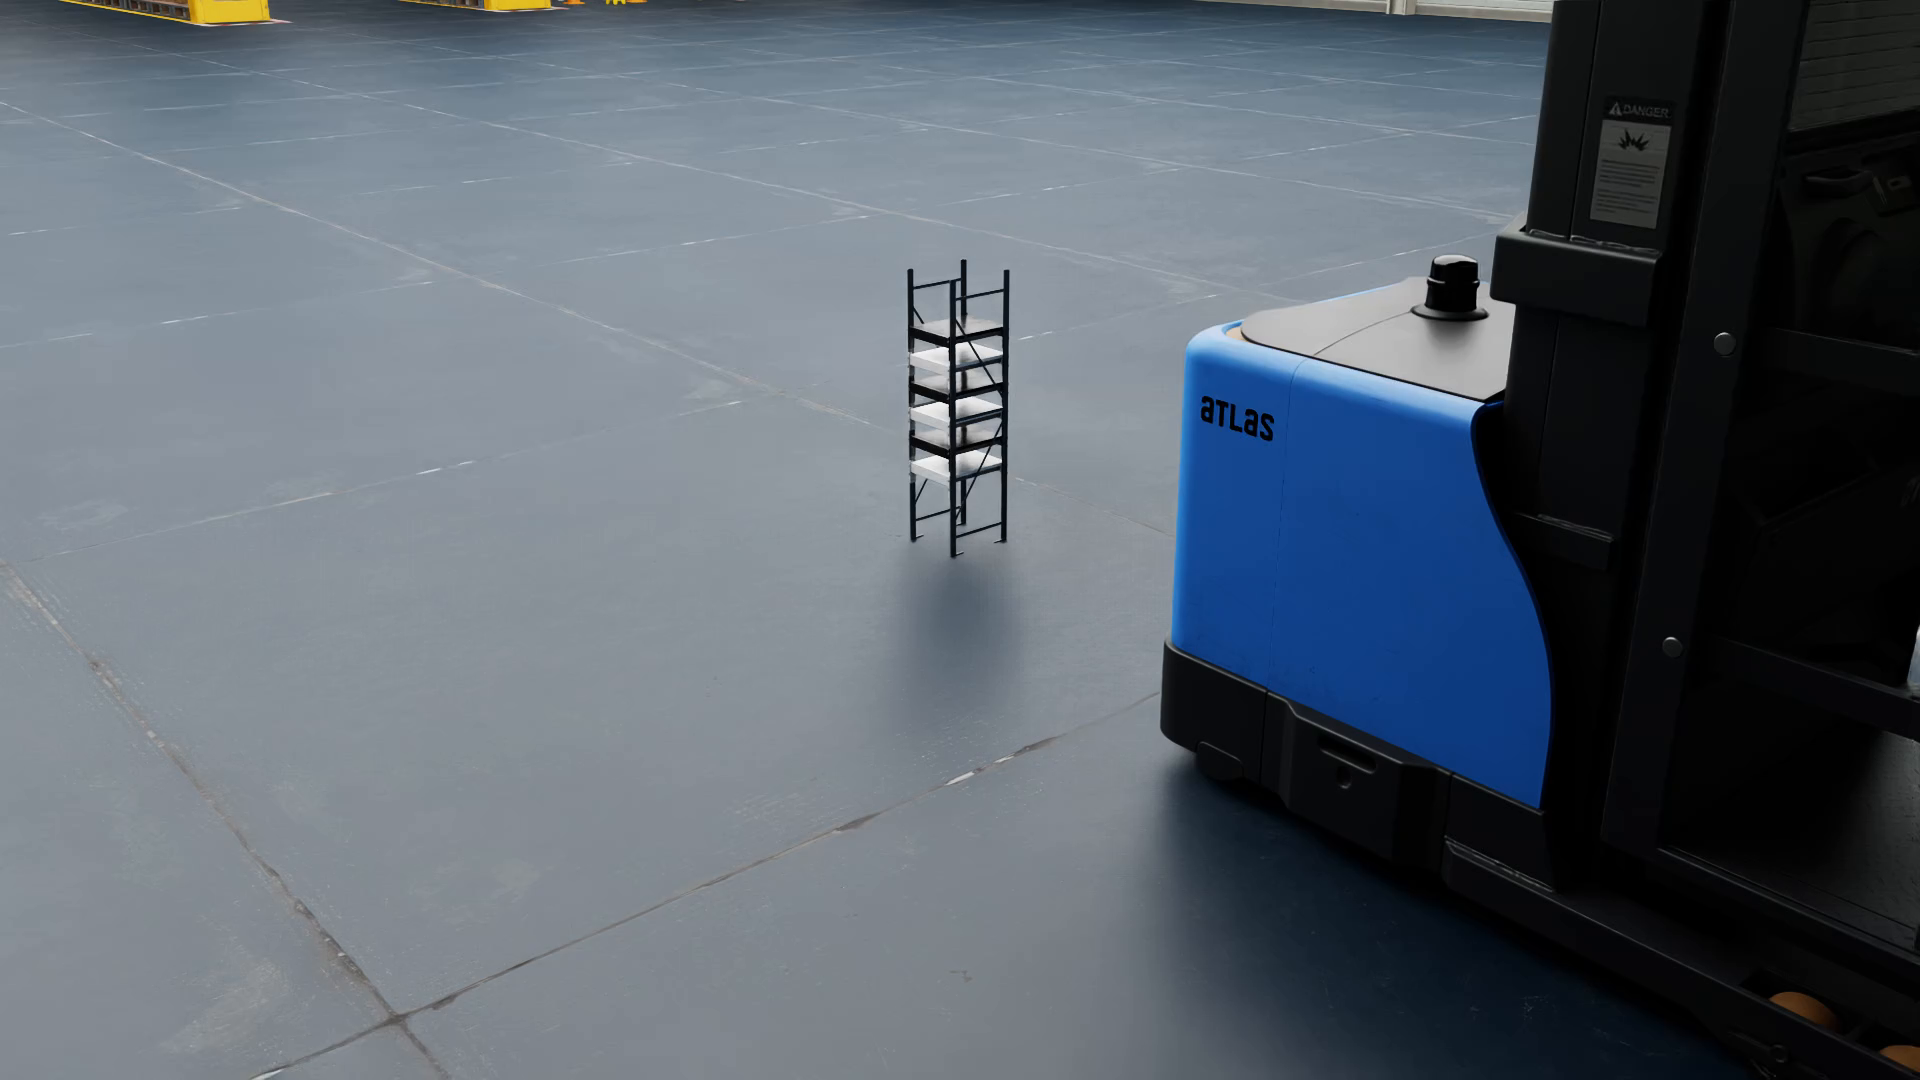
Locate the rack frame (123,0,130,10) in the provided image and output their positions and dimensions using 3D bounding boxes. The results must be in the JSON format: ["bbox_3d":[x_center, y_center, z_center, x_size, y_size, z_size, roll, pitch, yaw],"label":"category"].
[{"bbox_3d":[-14.377,-10.891,29.177,1.000,3.000,0.127,-17,27,-37],"label":"rack frame"}]

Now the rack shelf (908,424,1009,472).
[{"bbox_3d":[-0.005,-0.306,5.371,0.258,0.077,0.200,-17,27,-37],"label":"rack shelf"}]

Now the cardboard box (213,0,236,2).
[{"bbox_3d":[-12.161,-8.994,27.185,0.500,0.500,0.500,-12,24,-28],"label":"cardboard box"}]

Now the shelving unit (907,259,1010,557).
[{"bbox_3d":[-0.005,-0.421,5.326,0.258,0.900,0.210,-17,27,-37],"label":"shelving unit"}]

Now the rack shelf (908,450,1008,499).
[{"bbox_3d":[-0.005,-0.223,5.403,0.258,0.077,0.200,-17,27,-37],"label":"rack shelf"}]

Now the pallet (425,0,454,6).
[{"bbox_3d":[-9.316,-10.179,31.184,1.003,0.211,1.213,-17,27,-37],"label":"pallet"}]

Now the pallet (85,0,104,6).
[{"bbox_3d":[-15.687,-10.144,31.095,1.003,0.211,1.213,-17,27,-37],"label":"pallet"}]

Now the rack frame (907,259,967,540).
[{"bbox_3d":[-0.072,-0.449,5.397,0.240,0.900,0.006,-17,27,-37],"label":"rack frame"}]

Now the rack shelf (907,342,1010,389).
[{"bbox_3d":[-0.005,-0.558,5.272,0.258,0.077,0.200,-17,27,-37],"label":"rack shelf"}]

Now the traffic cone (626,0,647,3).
[{"bbox_3d":[-6.135,-10.417,31.446,0.336,0.463,0.334,-17,27,-37],"label":"traffic cone"}]

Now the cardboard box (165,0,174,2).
[{"bbox_3d":[-13.302,-9.493,28.460,0.500,0.500,0.500,19,29,40],"label":"cardboard box"}]

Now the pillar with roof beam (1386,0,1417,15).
[{"bbox_3d":[4.299,-12.187,24.261,9.100,9.000,0.400,-17,27,-37],"label":"pillar with roof beam"}]

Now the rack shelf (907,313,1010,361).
[{"bbox_3d":[-0.005,-0.642,5.239,0.258,0.077,0.200,-17,27,-37],"label":"rack shelf"}]

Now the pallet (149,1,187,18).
[{"bbox_3d":[-13.111,-9.078,28.372,1.003,0.211,1.213,-17,27,-37],"label":"pallet"}]

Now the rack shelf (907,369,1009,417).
[{"bbox_3d":[-0.005,-0.474,5.305,0.258,0.077,0.200,-17,27,-37],"label":"rack shelf"}]

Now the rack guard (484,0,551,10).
[{"bbox_3d":[-7.927,-9.768,29.737,1.175,0.500,0.348,-17,27,-37],"label":"rack guard"}]

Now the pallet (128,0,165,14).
[{"bbox_3d":[-13.912,-9.415,29.233,1.003,0.211,1.213,-17,27,-37],"label":"pallet"}]

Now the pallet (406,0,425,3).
[{"bbox_3d":[-10.116,-10.516,32.045,1.003,0.211,1.213,-17,27,-37],"label":"pallet"}]

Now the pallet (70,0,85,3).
[{"bbox_3d":[-16.479,-10.481,31.955,1.003,0.211,1.213,-17,27,-37],"label":"pallet"}]

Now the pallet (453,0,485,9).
[{"bbox_3d":[-8.524,-9.842,30.324,1.003,0.211,1.213,-17,27,-37],"label":"pallet"}]

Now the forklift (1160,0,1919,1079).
[{"bbox_3d":[1.823,-0.536,2.833,1.130,2.935,3.031,-17,27,-37],"label":"forklift"}]

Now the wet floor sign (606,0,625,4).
[{"bbox_3d":[-6.424,-10.306,30.911,0.232,0.644,0.267,17,27,36],"label":"wet floor sign"}]

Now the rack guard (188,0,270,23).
[{"bbox_3d":[-11.816,-8.643,26.865,1.175,0.500,0.348,-17,27,-37],"label":"rack guard"}]

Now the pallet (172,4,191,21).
[{"bbox_3d":[-12.319,-8.741,27.512,1.003,0.211,1.213,-17,27,-37],"label":"pallet"}]

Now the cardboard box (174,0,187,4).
[{"bbox_3d":[-12.971,-9.328,28.039,0.500,0.500,0.500,-14,26,-33],"label":"cardboard box"}]

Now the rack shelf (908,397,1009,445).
[{"bbox_3d":[-0.005,-0.390,5.338,0.258,0.077,0.200,-17,27,-37],"label":"rack shelf"}]

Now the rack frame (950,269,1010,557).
[{"bbox_3d":[0.061,-0.393,5.254,0.240,0.900,0.006,-17,27,-37],"label":"rack frame"}]

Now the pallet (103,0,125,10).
[{"bbox_3d":[-14.886,-9.807,30.234,1.003,0.211,1.213,-17,27,-37],"label":"pallet"}]

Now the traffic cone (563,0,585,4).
[{"bbox_3d":[-7.213,-10.242,30.999,0.336,0.463,0.334,-17,27,-37],"label":"traffic cone"}]
